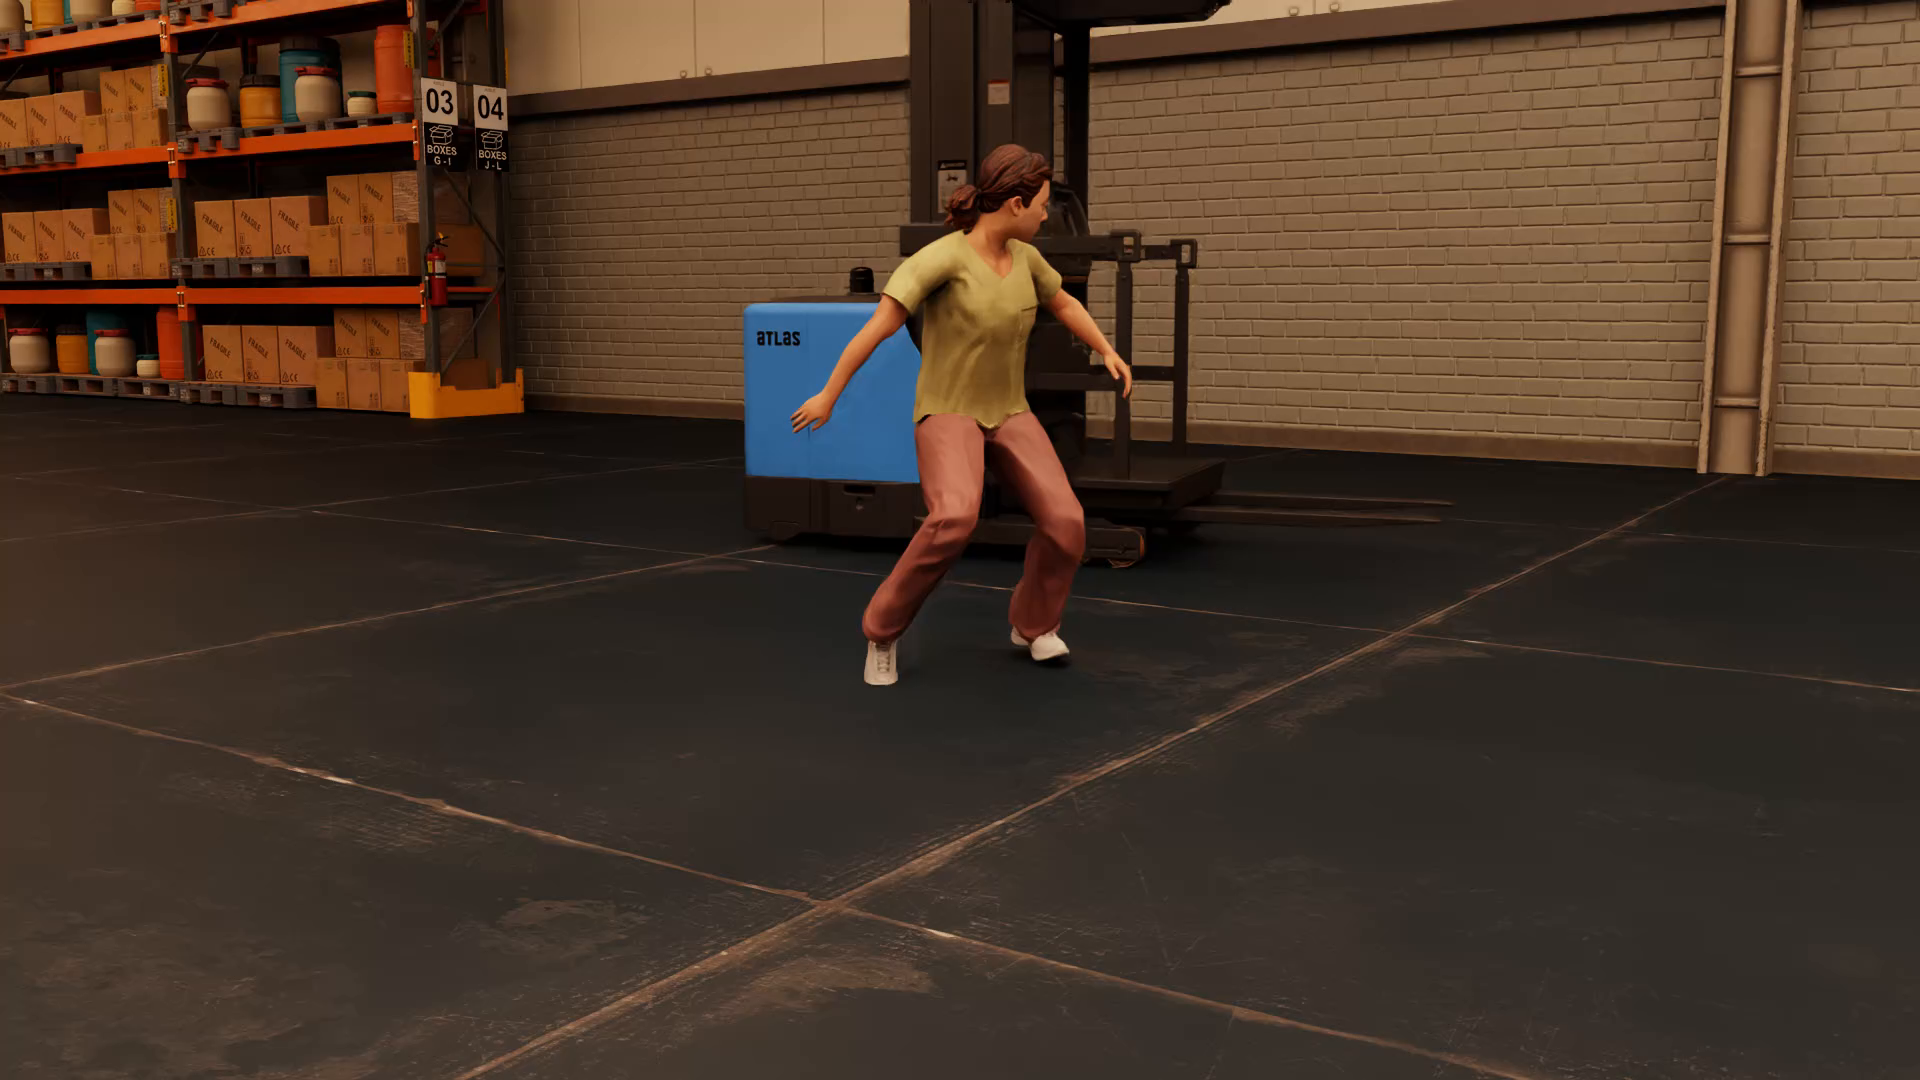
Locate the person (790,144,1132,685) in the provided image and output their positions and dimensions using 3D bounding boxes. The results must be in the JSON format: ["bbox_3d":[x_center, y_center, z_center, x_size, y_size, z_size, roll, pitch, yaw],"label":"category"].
[{"bbox_3d":[0.021,-0.318,4.727,0.913,1.567,0.473,-5,10,-34],"label":"person"}]

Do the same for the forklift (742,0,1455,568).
[{"bbox_3d":[0.591,-1.422,7.193,3.031,2.935,1.130,3,9,21],"label":"forklift"}]
